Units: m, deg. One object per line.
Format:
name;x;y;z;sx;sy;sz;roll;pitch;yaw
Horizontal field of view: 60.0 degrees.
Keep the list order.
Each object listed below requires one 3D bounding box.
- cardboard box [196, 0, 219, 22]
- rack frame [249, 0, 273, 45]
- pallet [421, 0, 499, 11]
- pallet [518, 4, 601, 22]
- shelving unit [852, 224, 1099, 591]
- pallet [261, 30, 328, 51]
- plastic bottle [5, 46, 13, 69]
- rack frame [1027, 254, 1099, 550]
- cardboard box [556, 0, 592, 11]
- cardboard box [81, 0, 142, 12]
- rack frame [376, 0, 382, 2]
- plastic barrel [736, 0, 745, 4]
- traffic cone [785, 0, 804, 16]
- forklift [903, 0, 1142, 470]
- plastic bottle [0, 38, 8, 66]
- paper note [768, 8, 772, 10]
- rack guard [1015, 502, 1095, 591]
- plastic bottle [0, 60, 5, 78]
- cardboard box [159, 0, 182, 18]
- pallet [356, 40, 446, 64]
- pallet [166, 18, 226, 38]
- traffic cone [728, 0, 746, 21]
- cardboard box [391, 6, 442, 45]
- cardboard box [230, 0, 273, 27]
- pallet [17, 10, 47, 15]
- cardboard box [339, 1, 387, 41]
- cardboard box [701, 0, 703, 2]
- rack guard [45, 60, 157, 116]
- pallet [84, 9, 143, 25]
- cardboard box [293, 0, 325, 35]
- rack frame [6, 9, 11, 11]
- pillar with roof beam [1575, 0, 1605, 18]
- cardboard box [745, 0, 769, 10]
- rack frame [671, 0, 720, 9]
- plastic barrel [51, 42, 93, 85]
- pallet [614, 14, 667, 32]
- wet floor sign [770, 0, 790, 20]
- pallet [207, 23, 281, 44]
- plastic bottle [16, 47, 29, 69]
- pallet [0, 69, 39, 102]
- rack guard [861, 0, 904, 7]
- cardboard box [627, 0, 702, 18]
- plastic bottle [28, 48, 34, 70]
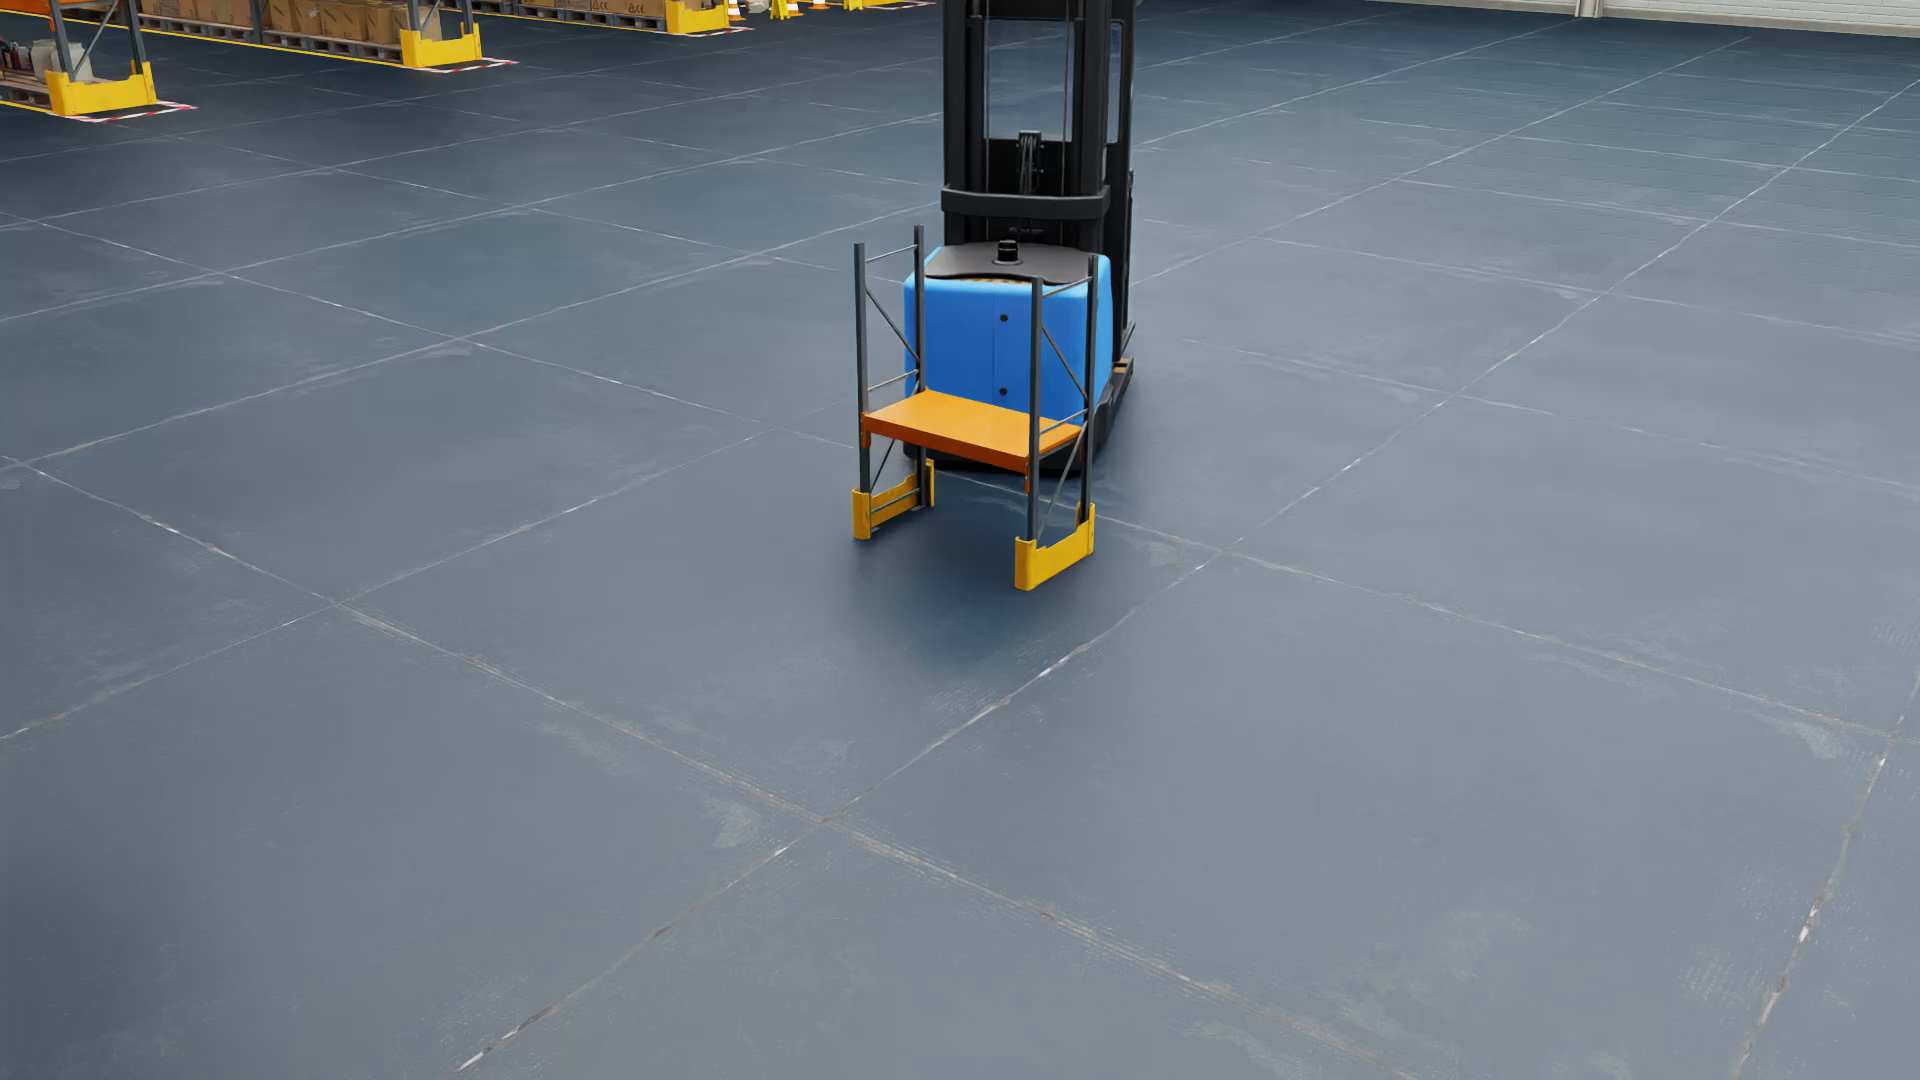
cardboard box;-11.905;-8.697;26.946;0.500;0.500;0.700;14;27;29
rack frame;-10.608;-9.227;25.595;0.127;3.000;1.000;17;29;33
pallet;-9.196;-9.984;30.772;1.213;0.211;1.003;17;29;33
pallet;-6.991;-9.318;29.260;1.213;0.211;1.003;17;29;33
shelving unit;0.061;-0.668;8.029;1.083;1.500;0.587;17;29;33
pallet;-10.050;-7.800;25.815;1.213;0.211;1.003;17;29;33
plastic bottle;-12.519;-6.361;21.913;0.133;0.283;0.061;17;29;33
rack frame;0.475;-0.543;7.745;0.032;1.500;0.500;17;29;33
cardboard box;-6.368;-9.632;28.627;0.875;0.875;0.875;17;29;34
cardboard box;-14.349;-9.588;28.528;0.875;0.875;1.225;15;28;31
rack frame;-10.753;-11.770;31.367;0.127;3.000;1.000;17;29;33
plastic barrel;-4.025;-10.289;31.201;0.512;0.421;0.421;-5;24;-12
traffic cone;-2.975;-9.544;29.460;0.334;0.463;0.336;17;29;33
forklift;0.497;-2.287;9.928;1.130;2.935;3.031;5;24;11
plastic bottle;-12.737;-6.509;22.166;0.185;0.351;0.144;15;28;31
paper note;-3.414;-9.685;30.317;0.142;0.019;0.148;7;25;15
rack guard;0.459;0.024;8.008;0.087;0.250;0.587;17;29;33
plastic bottle;-12.232;-6.027;21.156;0.133;0.283;0.061;17;29;33
cardboard box;-12.809;-8.966;27.558;0.500;0.500;0.700;14;27;29
pallet;-8.097;-7.210;24.476;1.213;0.211;1.003;17;29;33
pallet;-12.212;-8.434;27.253;1.213;0.211;1.003;17;29;33
traffic cone;-3.925;-9.262;28.819;0.334;0.463;0.336;17;29;33
cardboard box;-7.897;-7.465;24.174;0.500;0.500;0.500;-20;31;-38
cardboard box;-11.087;-8.440;26.363;0.500;0.500;0.700;14;28;29
pallet;-16.347;-9.724;30.180;1.213;0.211;1.003;17;29;33
cardboard box;-8.886;-7.756;24.835;0.500;0.500;0.500;20;31;38
cardboard box;-5.141;-10.208;30.750;0.503;0.637;0.797;17;29;33
rack guard;-10.467;-5.521;20.284;0.348;0.500;1.175;17;29;33
pallet;-14.395;-9.133;28.841;1.213;0.211;1.003;17;29;33
cardboard box;-9.849;-8.030;25.457;0.500;0.500;0.500;-16;28;-31
rack frame;-17.010;-11.162;29.986;0.127;3.000;1.000;17;29;33
pillar with roof beam;8.514;-11.973;24.388;0.400;9.000;9.100;17;29;33
cardboard box;-3.724;-9.818;30.471;0.380;0.149;0.250;-10;26;-21
rack frame;-4.352;-9.836;26.977;0.127;3.000;1.000;17;29;33
plastic barrel;-10.950;-5.850;20.495;0.421;0.512;0.421;0;24;0
pallet;-5.039;-8.728;27.920;1.213;0.211;1.003;17;29;33
wet floor sign;-3.141;-9.390;28.885;0.232;0.644;0.267;12;26;24
pallet;-11.232;-8.139;26.584;1.213;0.211;1.003;17;29;33
plastic bottle;-12.351;-6.356;21.912;0.135;0.276;0.152;17;29;34
pallet;-12.086;-5.883;21.462;1.213;0.211;1.003;17;29;33
rack guard;-1.525;-10.332;31.202;0.348;0.500;1.175;17;29;33
cardboard box;-4.934;-9.198;27.644;0.875;0.875;0.875;17;29;34
plastic bottle;-12.158;-6.310;21.812;0.097;0.271;0.097;0;24;0
